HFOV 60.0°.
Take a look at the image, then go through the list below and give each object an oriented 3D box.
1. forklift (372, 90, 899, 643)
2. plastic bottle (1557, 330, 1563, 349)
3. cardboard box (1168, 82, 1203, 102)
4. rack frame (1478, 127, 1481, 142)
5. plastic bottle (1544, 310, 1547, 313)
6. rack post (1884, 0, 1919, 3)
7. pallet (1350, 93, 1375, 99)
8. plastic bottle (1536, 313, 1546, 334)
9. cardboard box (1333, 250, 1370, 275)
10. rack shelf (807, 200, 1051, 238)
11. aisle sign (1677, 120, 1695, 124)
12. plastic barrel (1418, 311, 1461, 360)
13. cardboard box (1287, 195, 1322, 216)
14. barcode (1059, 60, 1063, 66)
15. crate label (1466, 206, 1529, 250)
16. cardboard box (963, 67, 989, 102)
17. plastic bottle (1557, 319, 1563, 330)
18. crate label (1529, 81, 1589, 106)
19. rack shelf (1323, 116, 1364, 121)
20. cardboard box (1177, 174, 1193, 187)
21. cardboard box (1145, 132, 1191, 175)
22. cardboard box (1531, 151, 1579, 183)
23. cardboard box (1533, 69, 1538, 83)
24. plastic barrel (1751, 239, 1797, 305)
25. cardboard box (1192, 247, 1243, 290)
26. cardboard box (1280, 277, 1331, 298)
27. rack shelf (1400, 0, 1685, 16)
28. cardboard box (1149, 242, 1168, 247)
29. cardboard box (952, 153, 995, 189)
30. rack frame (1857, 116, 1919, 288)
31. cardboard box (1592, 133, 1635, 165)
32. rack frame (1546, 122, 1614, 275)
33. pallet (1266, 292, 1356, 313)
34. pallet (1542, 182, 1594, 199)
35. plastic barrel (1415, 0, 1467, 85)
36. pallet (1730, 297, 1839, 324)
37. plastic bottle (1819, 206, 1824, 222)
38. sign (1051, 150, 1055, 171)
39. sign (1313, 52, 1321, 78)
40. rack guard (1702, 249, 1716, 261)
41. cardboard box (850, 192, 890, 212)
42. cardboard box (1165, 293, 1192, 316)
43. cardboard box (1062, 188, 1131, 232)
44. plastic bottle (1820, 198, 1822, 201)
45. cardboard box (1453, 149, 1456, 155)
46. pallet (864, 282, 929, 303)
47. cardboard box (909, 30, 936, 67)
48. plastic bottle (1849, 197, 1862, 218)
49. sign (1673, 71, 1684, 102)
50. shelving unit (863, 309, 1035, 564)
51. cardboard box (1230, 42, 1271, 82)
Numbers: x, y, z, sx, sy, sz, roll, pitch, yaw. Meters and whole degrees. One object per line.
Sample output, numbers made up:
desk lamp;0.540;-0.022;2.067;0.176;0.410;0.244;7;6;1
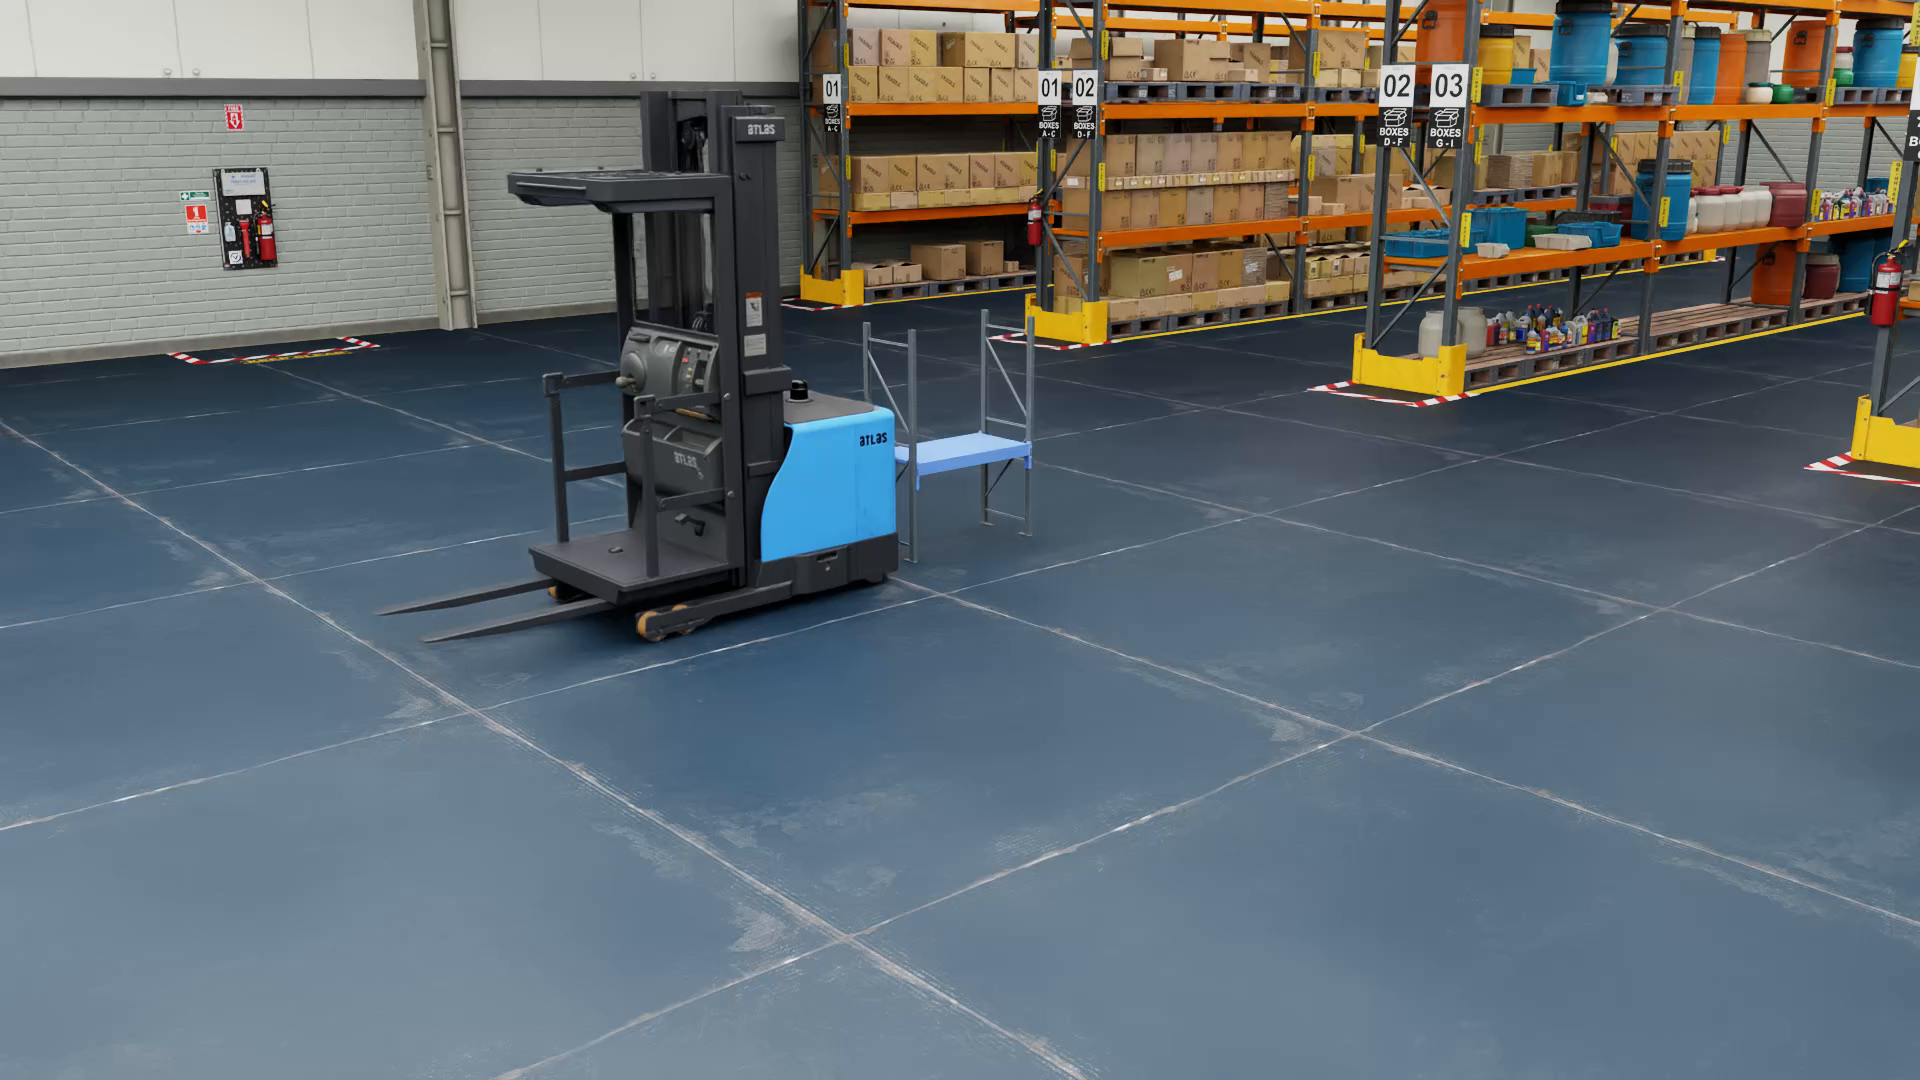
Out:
forklift;-1.813;-1.008;9.345;3.031;2.935;1.130;-13;20;-40
plastic bottle;6.554;-2.197;18.233;0.097;0.201;0.097;0;15;0
cardboard box;3.738;-7.523;27.925;0.500;0.311;0.500;-13;19;-39
rack frame;10.139;-7.637;34.030;0.127;3.000;1.000;-13;19;-39
plastic bottle;6.836;-2.544;19.386;0.135;0.276;0.152;-12;19;-37
rack post;12.182;-7.320;22.187;0.954;0.300;0.937;-10;18;-33
pallet;7.746;-8.503;31.629;1.213;0.211;1.003;-13;19;-39
plastic bottle;6.679;-2.466;19.105;0.097;0.271;0.097;0;15;0
cardboard box;5.587;-3.979;23.763;0.500;0.311;0.500;-14;20;-41
rack shelf;-0.422;-4.918;25.244;4.000;0.370;1.077;-13;19;-39
aisle sign;13.253;-7.998;30.344;0.004;0.787;0.394;-13;19;-39
plastic barrel;5.019;-2.126;17.402;0.421;0.512;0.421;0;15;0
cardboard box;4.684;-4.660;23.175;0.500;0.250;0.500;-11;19;-36
barcode;1.235;-5.838;20.356;0.075;0.075;0.001;-13;19;-39
crate label;5.784;-3.380;18.022;0.616;0.435;0.502;-13;19;-39
cardboard box;0.085;-6.794;24.826;0.500;0.500;0.500;-14;20;-41
plastic bottle;6.710;-2.318;18.525;0.133;0.283;0.061;-13;19;-39
crate label;6.202;-4.628;17.241;0.408;0.251;0.502;-13;19;-39
rack shelf;8.631;-8.400;32.467;4.000;0.370;1.077;-13;19;-39
cardboard box;2.732;-4.568;21.088;0.250;0.149;0.380;-13;20;-40
cardboard box;2.497;-4.900;21.073;0.500;0.500;0.700;-13;19;-39
cardboard box;9.872;-6.211;27.681;0.700;0.500;0.500;8;17;28
cardboard box;8.443;-7.071;25.903;0.500;0.500;0.910;-13;19;-39
plastic barrel;10.966;-3.594;22.284;0.708;0.830;0.600;-13;19;-39
cardboard box;3.376;-3.589;21.934;0.500;0.500;0.500;-13;19;-39
cardboard box;4.808;-3.535;23.187;0.500;0.250;0.500;-13;20;-41
rack shelf;6.081;-5.695;17.301;4.000;0.370;1.077;-13;19;-39
cardboard box;3.130;-5.090;28.486;0.500;0.500;0.700;-13;20;-39
cardboard box;0.173;-5.595;25.182;0.500;0.500;0.500;-13;20;-41
rack frame;13.625;-5.031;24.273;0.127;3.000;1.000;-13;19;-39
cardboard box;10.917;-6.552;27.837;0.500;0.500;0.500;-12;19;-38
rack frame;10.376;-5.996;27.885;0.127;3.000;1.000;-13;19;-39
pallet;4.872;-3.426;23.667;1.213;0.211;1.003;-13;19;-39
pallet;9.702;-5.789;27.483;1.213;0.211;1.003;-13;19;-39
plastic barrel;4.856;-4.965;16.566;0.708;0.830;0.600;-13;19;-39
pallet;11.175;-3.148;22.626;1.213;0.211;1.003;-13;19;-39
plastic bottle;11.325;-4.299;21.916;0.097;0.201;0.097;0;15;0
sign;1.449;-5.918;25.917;0.005;0.325;0.100;-13;19;-39
sign;4.707;-6.270;21.944;0.005;0.325;0.100;-13;19;-39
rack guard;13.337;-5.453;30.696;0.348;0.500;1.175;-13;19;-39
cardboard box;-1.354;-4.885;23.978;0.500;0.250;0.500;-13;20;-41
cardboard box;2.627;-3.055;21.390;0.500;0.250;0.500;-13;19;-39
cardboard box;1.684;-4.088;20.549;0.500;0.500;0.700;-13;19;-39
plastic bottle;11.995;-4.693;23.257;0.097;0.271;0.097;0;15;0
cardboard box;9.761;-7.694;33.661;0.700;0.700;0.980;-12;19;-37
pallet;-1.237;-3.723;24.780;1.213;0.211;1.003;-13;19;-39
cardboard box;-0.690;-7.099;24.033;0.500;0.500;0.500;-12;19;-38
plastic bottle;12.193;-4.539;22.670;0.135;0.276;0.152;-13;19;-39
sign;7.943;-5.020;18.403;0.005;0.325;0.100;-13;19;-39
shelving unit;-0.064;-0.710;11.002;1.048;1.500;0.538;-13;19;-39
cardboard box;3.788;-6.375;22.212;0.500;0.500;0.500;-11;18;-35
